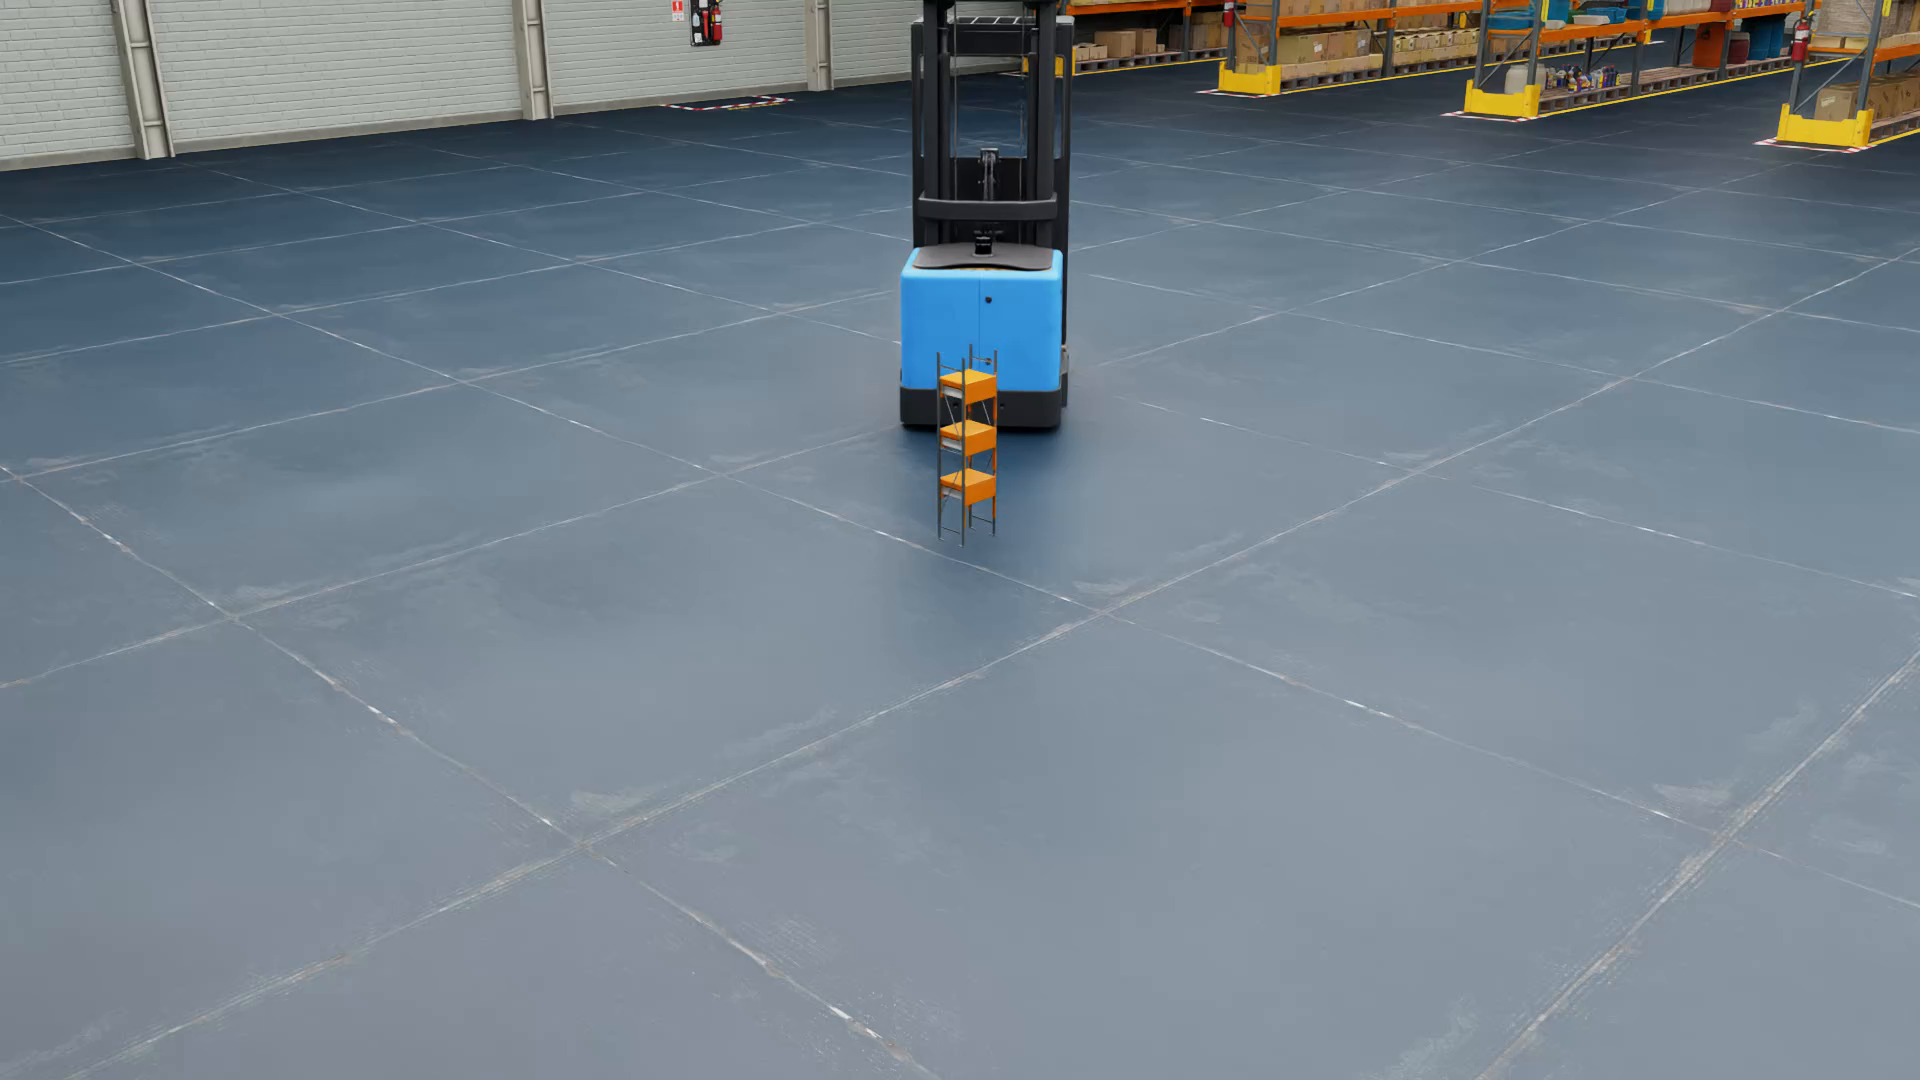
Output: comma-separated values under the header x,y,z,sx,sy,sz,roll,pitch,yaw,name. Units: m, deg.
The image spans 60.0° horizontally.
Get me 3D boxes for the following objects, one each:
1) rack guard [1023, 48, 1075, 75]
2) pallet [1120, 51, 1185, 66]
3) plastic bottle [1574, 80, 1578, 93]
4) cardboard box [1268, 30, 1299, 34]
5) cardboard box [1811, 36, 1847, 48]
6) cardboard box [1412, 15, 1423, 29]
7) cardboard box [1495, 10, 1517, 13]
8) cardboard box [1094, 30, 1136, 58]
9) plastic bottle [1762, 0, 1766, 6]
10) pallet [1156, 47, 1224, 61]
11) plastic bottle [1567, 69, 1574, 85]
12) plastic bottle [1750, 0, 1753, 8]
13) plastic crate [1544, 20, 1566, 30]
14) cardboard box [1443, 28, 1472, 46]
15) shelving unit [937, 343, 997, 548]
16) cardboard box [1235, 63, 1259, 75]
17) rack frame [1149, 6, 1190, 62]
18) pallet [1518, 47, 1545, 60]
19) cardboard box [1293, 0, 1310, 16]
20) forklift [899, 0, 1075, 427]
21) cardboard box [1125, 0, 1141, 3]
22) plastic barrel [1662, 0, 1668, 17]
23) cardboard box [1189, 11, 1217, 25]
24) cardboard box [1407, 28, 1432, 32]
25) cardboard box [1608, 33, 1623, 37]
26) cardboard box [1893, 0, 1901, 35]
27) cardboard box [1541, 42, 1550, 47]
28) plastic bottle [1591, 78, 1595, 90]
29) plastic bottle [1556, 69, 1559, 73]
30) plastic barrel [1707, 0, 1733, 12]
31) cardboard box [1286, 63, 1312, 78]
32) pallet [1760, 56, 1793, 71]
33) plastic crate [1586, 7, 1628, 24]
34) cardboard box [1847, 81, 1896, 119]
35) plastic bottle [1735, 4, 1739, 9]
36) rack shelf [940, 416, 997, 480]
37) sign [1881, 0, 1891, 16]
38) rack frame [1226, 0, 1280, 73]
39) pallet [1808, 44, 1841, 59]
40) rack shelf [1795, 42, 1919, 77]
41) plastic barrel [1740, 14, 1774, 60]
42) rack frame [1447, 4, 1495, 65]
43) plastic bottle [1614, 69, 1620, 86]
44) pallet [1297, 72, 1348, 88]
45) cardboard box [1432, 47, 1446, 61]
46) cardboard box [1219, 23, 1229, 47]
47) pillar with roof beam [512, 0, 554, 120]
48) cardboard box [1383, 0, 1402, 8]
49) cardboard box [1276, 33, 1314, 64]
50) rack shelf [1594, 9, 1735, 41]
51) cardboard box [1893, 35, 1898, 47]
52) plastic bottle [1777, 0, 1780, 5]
x,y,z,sx,sy,sz,roll,pitch,yaw,name
1.796,-9.698,33.609,1.175,0.500,0.348,19,28,41,rack guard
4.090,-10.390,35.813,1.003,0.211,1.213,19,28,41,pallet
10.402,-7.679,28.160,0.097,0.201,0.097,0,21,0,plastic bottle
6.143,-9.342,31.400,0.500,0.500,0.500,19,28,41,cardboard box
12.441,-7.134,23.803,0.380,0.149,0.250,19,28,41,cardboard box
11.422,-13.385,42.617,0.500,0.500,0.700,-19,28,-41,cardboard box
12.107,-11.630,36.977,0.500,0.250,0.500,19,28,40,cardboard box
3.236,-10.362,34.722,0.700,0.500,0.500,17,27,37,cardboard box
15.923,-10.751,33.037,0.152,0.276,0.135,19,28,41,plastic bottle
5.076,-10.772,36.806,1.003,0.211,1.213,19,28,41,pallet
10.757,-8.154,29.299,0.097,0.271,0.097,0,21,0,plastic bottle
15.472,-10.536,32.582,0.097,0.201,0.097,0,21,0,plastic bottle
9.696,-8.392,27.095,0.298,0.136,0.250,19,28,41,plastic crate
10.329,-10.505,34.691,0.500,0.311,0.500,19,28,40,cardboard box
0.037,-0.504,8.922,0.215,1.050,0.252,19,28,41,shelving unit
5.457,-8.731,30.855,0.500,0.250,0.500,19,28,41,cardboard box
4.534,-11.873,35.785,1.000,3.000,0.127,19,28,41,rack frame
12.275,-10.856,37.024,1.003,0.211,1.213,19,28,41,pallet
5.993,-9.906,30.527,0.500,0.500,0.700,-19,28,-41,cardboard box
0.233,-2.584,11.712,1.130,2.935,3.031,2,21,4,forklift
3.377,-11.226,34.282,0.500,0.250,0.500,20,28,41,cardboard box
12.456,-9.648,29.806,0.433,0.535,0.433,0,21,0,plastic barrel
5.340,-11.569,36.819,0.500,0.250,0.500,19,28,40,cardboard box
9.582,-10.508,34.698,0.500,0.311,0.500,18,28,39,cardboard box
15.570,-12.203,39.861,0.500,0.250,0.500,19,28,41,cardboard box
13.056,-7.604,24.124,0.875,0.500,0.500,19,28,41,cardboard box
12.826,-11.277,37.104,0.500,0.500,0.500,20,29,41,cardboard box
10.851,-7.845,28.591,0.097,0.201,0.097,0,21,0,plastic bottle
10.495,-8.147,29.263,0.133,0.283,0.061,-19,28,-40,plastic bottle
14.316,-10.290,31.477,0.600,0.536,0.708,19,28,41,plastic barrel
6.175,-8.730,30.855,0.500,0.250,0.500,19,28,41,cardboard box
16.645,-9.961,34.695,1.003,0.211,1.213,19,28,41,pallet
11.054,-8.972,28.443,0.499,0.251,0.616,19,28,41,plastic crate
13.681,-6.630,25.041,0.500,0.500,0.500,-17,27,-37,cardboard box
14.956,-10.394,32.110,0.152,0.276,0.135,19,28,41,plastic bottle
0.037,-0.494,8.926,0.215,0.259,0.240,19,28,41,rack shelf
12.779,-7.394,22.925,0.100,0.325,0.005,19,28,41,sign
5.295,-9.606,29.886,1.000,3.000,0.127,19,28,41,rack frame
19.400,-10.974,37.333,1.003,0.211,1.213,19,28,41,pallet
13.785,-7.304,24.900,1.077,0.370,4.000,19,28,41,rack shelf
16.327,-10.349,34.159,0.600,0.901,0.708,19,28,41,plastic barrel
10.876,-11.663,35.237,1.000,3.000,0.127,19,28,41,rack frame
11.533,-8.125,29.205,0.133,0.283,0.061,-18,28,-39,plastic bottle
6.650,-8.824,31.737,1.003,0.211,1.213,19,28,41,pallet
9.617,-9.984,34.117,0.500,0.250,0.500,-20,28,-41,cardboard box
5.745,-11.372,37.350,0.700,0.500,0.500,20,28,41,cardboard box
-3.675,-9.880,22.236,9.100,9.000,0.400,19,28,41,pillar with roof beam
8.398,-10.702,32.946,0.500,0.250,0.500,-18,27,-39,cardboard box
6.176,-9.080,30.719,0.500,0.500,0.500,19,28,41,cardboard box
13.027,-9.572,30.800,1.077,0.370,4.000,19,28,41,rack shelf
13.293,-7.212,24.006,0.380,0.149,0.250,19,28,41,cardboard box
16.469,-10.952,33.560,0.152,0.276,0.135,19,28,41,plastic bottle
